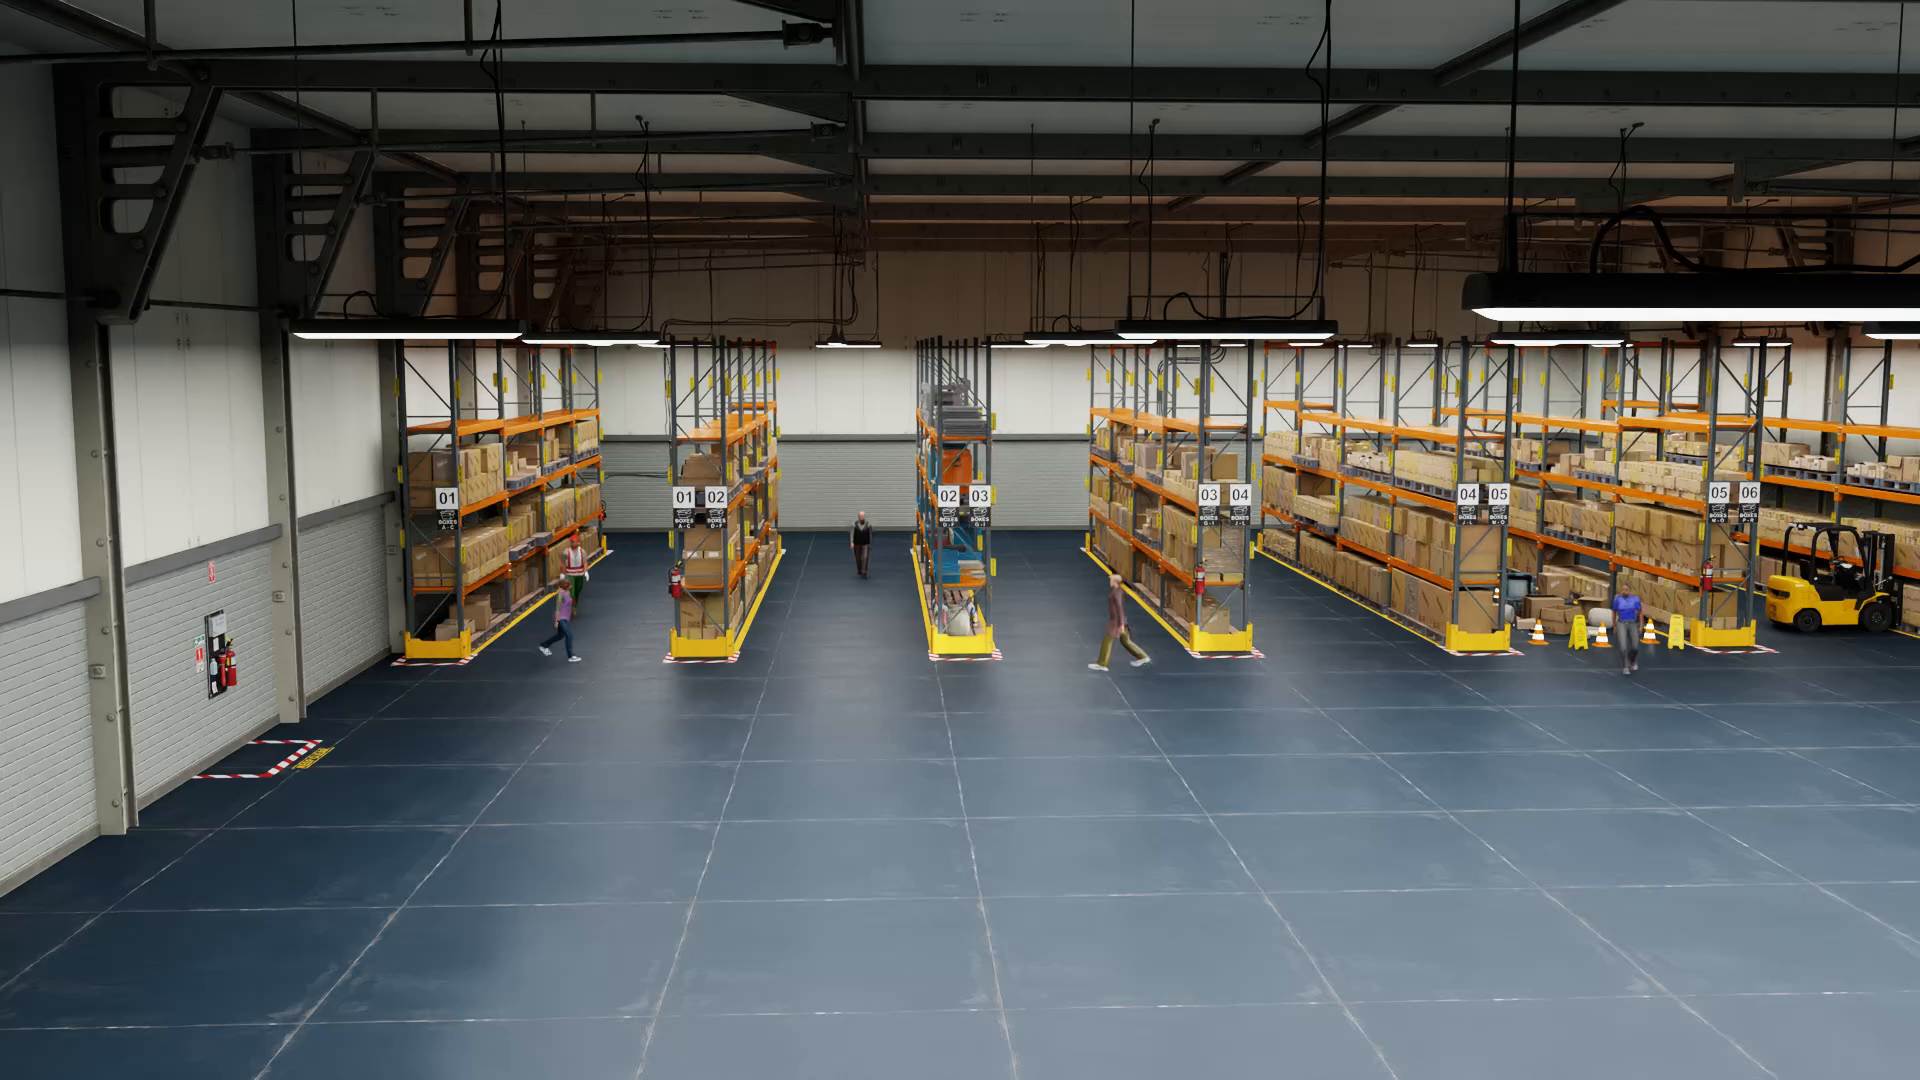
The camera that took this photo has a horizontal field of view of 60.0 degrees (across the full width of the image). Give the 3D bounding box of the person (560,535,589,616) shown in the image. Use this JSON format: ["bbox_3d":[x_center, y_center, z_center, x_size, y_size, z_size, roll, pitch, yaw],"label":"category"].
[{"bbox_3d":[-8.293,0.755,35.899,0.559,1.731,1.040,-4,8,-32],"label":"person"}]

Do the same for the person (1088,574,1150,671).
[{"bbox_3d":[2.860,1.478,29.768,1.144,1.732,0.585,0,6,1],"label":"person"}]

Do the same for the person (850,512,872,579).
[{"bbox_3d":[-2.501,0.112,41.964,0.557,1.661,1.069,0,6,0],"label":"person"}]

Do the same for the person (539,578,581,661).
[{"bbox_3d":[-7.411,1.458,30.757,0.944,1.539,0.424,2,7,16],"label":"person"}]

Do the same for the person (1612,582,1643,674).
[{"bbox_3d":[11.906,1.551,29.687,0.522,1.640,0.486,2,7,17],"label":"person"}]
